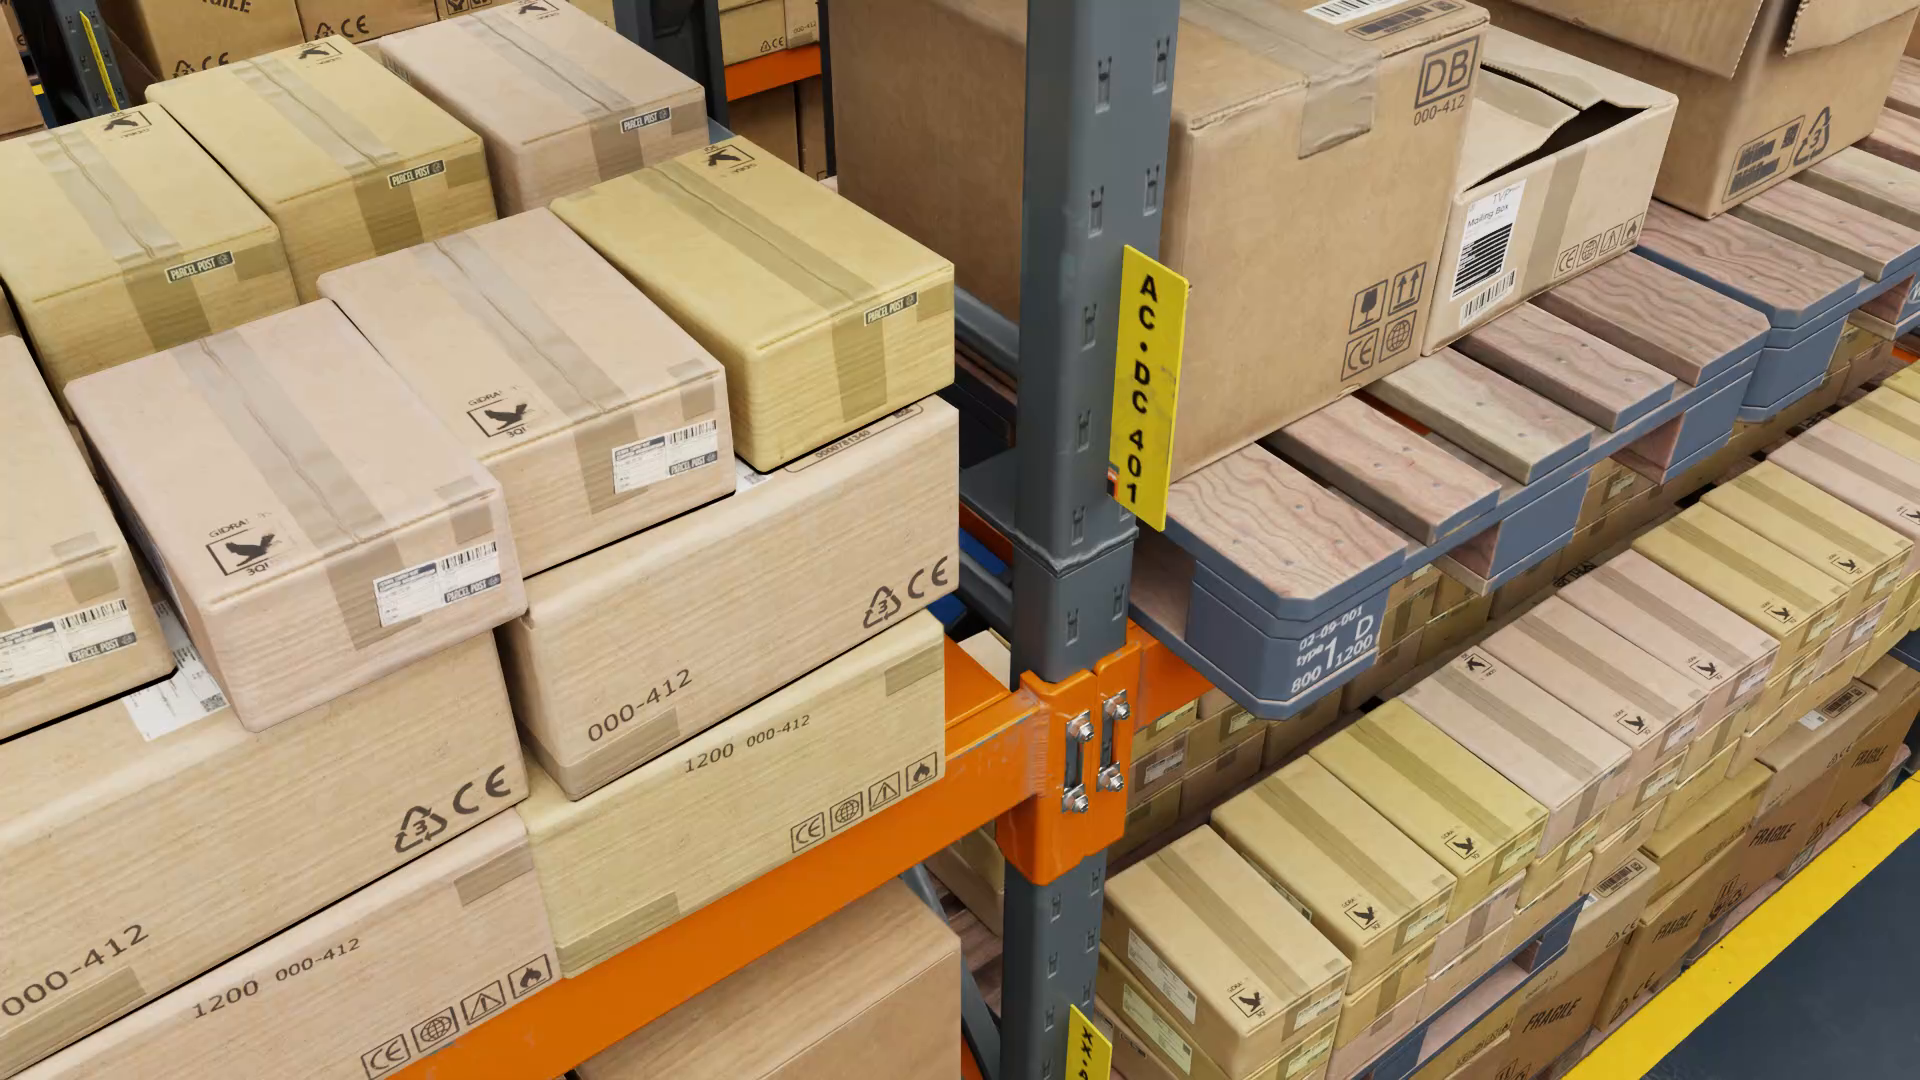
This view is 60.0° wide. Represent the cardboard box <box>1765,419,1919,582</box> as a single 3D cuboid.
[{"bbox_3d":[2.112,-0.098,3.903,0.250,0.149,0.380,-26,46,-28],"label":"cardboard box"}]

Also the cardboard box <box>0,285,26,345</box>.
[{"bbox_3d":[-1.151,-0.237,1.718,0.250,0.149,0.380,-27,47,-29],"label":"cardboard box"}]

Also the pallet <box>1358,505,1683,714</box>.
[{"bbox_3d":[1.489,0.244,4.238,1.213,0.211,1.003,-26,46,-28],"label":"pallet"}]

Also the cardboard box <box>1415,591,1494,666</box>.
[{"bbox_3d":[1.087,0.107,4.121,0.250,0.149,0.380,-24,45,-26],"label":"cardboard box"}]

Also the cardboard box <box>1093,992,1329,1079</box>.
[{"bbox_3d":[0.454,0.944,3.101,0.250,0.149,0.380,-28,47,-30],"label":"cardboard box"}]

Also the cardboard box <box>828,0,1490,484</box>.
[{"bbox_3d":[0.229,-0.522,2.246,0.500,0.500,0.700,-26,46,-28],"label":"cardboard box"}]

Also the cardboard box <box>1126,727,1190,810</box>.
[{"bbox_3d":[0.265,0.395,3.536,0.250,0.149,0.380,-26,46,-28],"label":"cardboard box"}]

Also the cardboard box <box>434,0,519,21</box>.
[{"bbox_3d":[-1.925,-2.374,6.411,0.500,0.500,0.500,-27,47,-29],"label":"cardboard box"}]

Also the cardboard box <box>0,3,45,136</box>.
[{"bbox_3d":[-3.441,-1.624,5.497,0.500,0.500,0.500,-26,46,-28],"label":"cardboard box"}]

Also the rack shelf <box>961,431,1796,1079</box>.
[{"bbox_3d":[1.448,0.436,4.421,4.000,0.370,1.077,-26,46,-28],"label":"rack shelf"}]

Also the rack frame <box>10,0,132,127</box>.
[{"bbox_3d":[-3.235,-1.520,6.238,0.127,3.000,1.000,-26,46,-28],"label":"rack frame"}]

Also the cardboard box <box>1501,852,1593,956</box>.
[{"bbox_3d":[1.071,0.643,3.468,0.250,0.149,0.380,-26,46,-28],"label":"cardboard box"}]

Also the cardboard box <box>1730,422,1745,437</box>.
[{"bbox_3d":[1.905,-0.402,4.507,0.250,0.149,0.380,-26,46,-28],"label":"cardboard box"}]

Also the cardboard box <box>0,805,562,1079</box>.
[{"bbox_3d":[-0.766,0.341,1.722,0.500,0.250,0.500,-26,46,-28],"label":"cardboard box"}]

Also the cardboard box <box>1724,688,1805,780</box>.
[{"bbox_3d":[1.688,0.341,3.836,0.250,0.149,0.380,-28,47,-30],"label":"cardboard box"}]

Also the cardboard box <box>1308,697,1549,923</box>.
[{"bbox_3d":[0.877,0.506,3.166,0.250,0.149,0.380,-26,46,-28],"label":"cardboard box"}]

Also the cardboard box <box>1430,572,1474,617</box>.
[{"bbox_3d":[1.100,-0.014,4.035,0.250,0.149,0.380,-26,46,-28],"label":"cardboard box"}]

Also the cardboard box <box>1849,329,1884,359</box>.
[{"bbox_3d":[2.528,-0.710,4.883,0.250,0.149,0.380,-24,45,-26],"label":"cardboard box"}]

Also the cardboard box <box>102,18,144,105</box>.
[{"bbox_3d":[-3.033,-1.948,6.483,0.500,0.250,0.500,-26,46,-28],"label":"cardboard box"}]

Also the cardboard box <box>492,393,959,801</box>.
[{"bbox_3d":[-0.349,-0.058,1.815,0.500,0.250,0.500,-28,47,-30],"label":"cardboard box"}]

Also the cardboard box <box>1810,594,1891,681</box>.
[{"bbox_3d":[1.898,0.124,3.867,0.250,0.149,0.380,-25,45,-27],"label":"cardboard box"}]

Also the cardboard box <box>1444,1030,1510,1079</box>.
[{"bbox_3d":[1.028,1.377,4.346,0.500,0.500,0.500,-24,45,-26],"label":"cardboard box"}]

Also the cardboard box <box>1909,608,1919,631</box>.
[{"bbox_3d":[2.321,0.030,4.215,0.250,0.149,0.380,-27,46,-29],"label":"cardboard box"}]

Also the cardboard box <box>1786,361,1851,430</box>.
[{"bbox_3d":[2.343,-0.506,4.868,0.250,0.149,0.380,-24,45,-26],"label":"cardboard box"}]

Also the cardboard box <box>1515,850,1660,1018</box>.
[{"bbox_3d":[1.436,0.890,4.349,0.500,0.250,0.500,-24,45,-27],"label":"cardboard box"}]

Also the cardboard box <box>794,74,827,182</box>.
[{"bbox_3d":[-0.661,-2.181,8.388,0.875,0.875,0.875,-26,46,-28],"label":"cardboard box"}]

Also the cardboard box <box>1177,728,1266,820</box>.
[{"bbox_3d":[0.460,0.416,3.745,0.250,0.149,0.380,-26,46,-28],"label":"cardboard box"}]

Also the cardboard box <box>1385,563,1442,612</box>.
[{"bbox_3d":[0.885,-0.016,3.803,0.250,0.149,0.380,-28,47,-29],"label":"cardboard box"}]

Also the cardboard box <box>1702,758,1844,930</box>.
[{"bbox_3d":[2.257,0.773,5.082,0.500,0.500,0.500,-24,45,-26],"label":"cardboard box"}]

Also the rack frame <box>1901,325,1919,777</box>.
[{"bbox_3d":[3.033,-0.616,5.135,0.127,3.000,1.000,-26,46,-28],"label":"rack frame"}]

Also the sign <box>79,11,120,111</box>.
[{"bbox_3d":[-2.895,-1.607,5.599,0.005,0.325,0.100,-26,46,-28],"label":"sign"}]

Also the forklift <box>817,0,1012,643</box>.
[{"bbox_3d":[0.257,-1.466,6.226,1.130,2.935,3.031,23,44,25],"label":"forklift"}]

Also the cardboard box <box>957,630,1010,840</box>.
[{"bbox_3d":[0.061,0.382,3.317,0.250,0.149,0.380,-24,45,-26],"label":"cardboard box"}]

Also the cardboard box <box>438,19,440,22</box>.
[{"bbox_3d":[-1.901,-2.081,6.645,0.500,0.250,0.500,-25,46,-28],"label":"cardboard box"}]

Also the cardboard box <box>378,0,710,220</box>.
[{"bbox_3d":[-0.517,-0.528,2.073,0.250,0.149,0.380,-27,46,-29],"label":"cardboard box"}]

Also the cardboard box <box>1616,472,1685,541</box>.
[{"bbox_3d":[1.706,-0.192,4.486,0.250,0.149,0.380,-24,45,-27],"label":"cardboard box"}]

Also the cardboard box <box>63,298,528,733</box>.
[{"bbox_3d":[-0.591,-0.038,1.475,0.250,0.149,0.380,-26,46,-28],"label":"cardboard box"}]

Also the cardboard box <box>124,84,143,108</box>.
[{"bbox_3d":[-3.033,-1.762,6.651,0.500,0.250,0.500,-27,47,-29],"label":"cardboard box"}]

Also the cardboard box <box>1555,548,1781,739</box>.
[{"bbox_3d":[1.479,0.214,3.522,0.250,0.149,0.380,-24,45,-27],"label":"cardboard box"}]

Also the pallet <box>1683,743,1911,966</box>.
[{"bbox_3d":[2.413,0.764,5.652,1.213,0.211,1.003,-26,46,-28],"label":"pallet"}]

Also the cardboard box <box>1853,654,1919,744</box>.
[{"bbox_3d":[2.651,0.295,5.074,0.500,0.250,0.500,-27,47,-29],"label":"cardboard box"}]

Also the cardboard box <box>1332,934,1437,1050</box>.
[{"bbox_3d":[0.659,0.728,3.130,0.250,0.149,0.380,-27,46,-29],"label":"cardboard box"}]

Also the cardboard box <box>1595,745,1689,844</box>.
[{"bbox_3d":[1.281,0.422,3.503,0.250,0.149,0.380,-24,45,-26],"label":"cardboard box"}]
